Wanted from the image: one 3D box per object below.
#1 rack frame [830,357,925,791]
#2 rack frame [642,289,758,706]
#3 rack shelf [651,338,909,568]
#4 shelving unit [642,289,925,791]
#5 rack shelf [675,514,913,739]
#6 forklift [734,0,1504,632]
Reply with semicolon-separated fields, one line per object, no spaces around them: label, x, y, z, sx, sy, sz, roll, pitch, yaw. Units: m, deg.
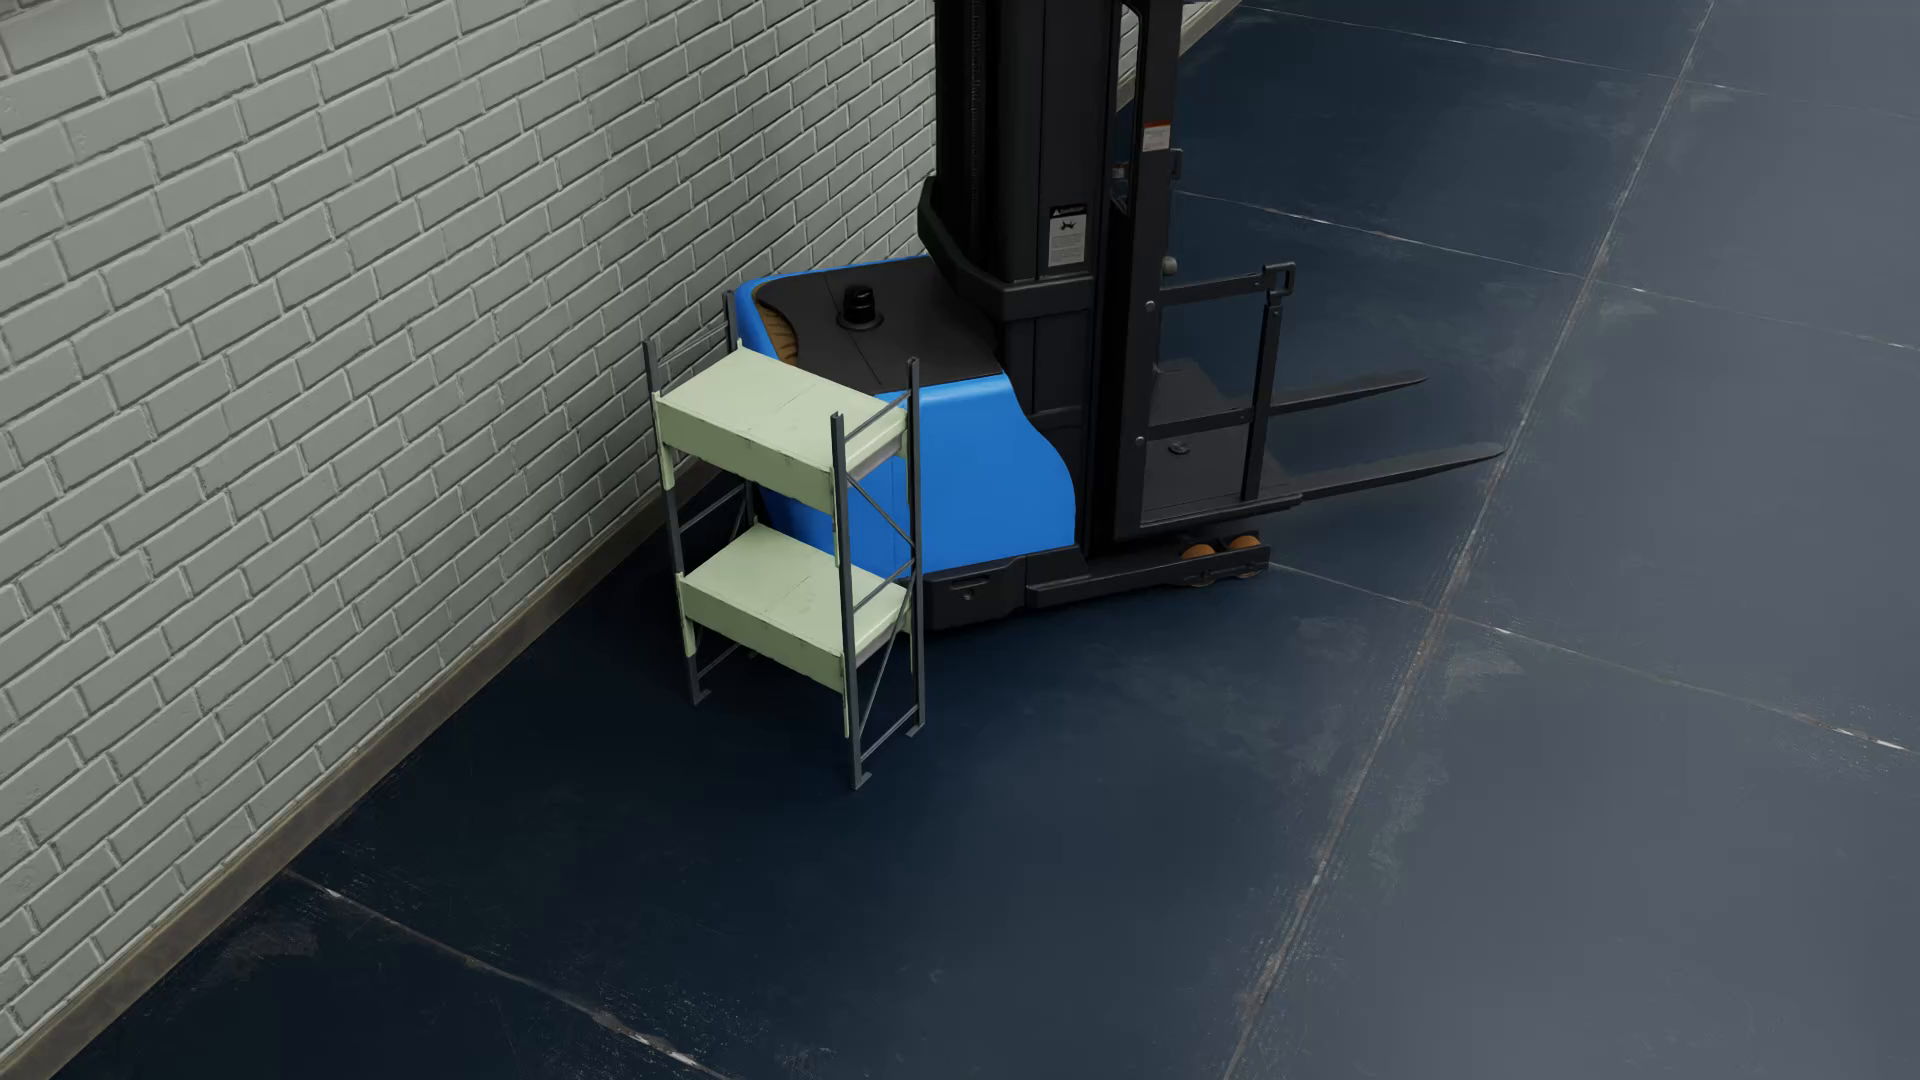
rack frame;-0.247;0.150;5.312;0.023;1.500;0.400;23;43;27
rack frame;-0.847;-0.104;5.647;0.023;1.500;0.400;23;43;27
rack shelf;-0.547;-0.288;5.243;0.720;0.370;0.431;23;43;27
shelving unit;-0.547;0.023;5.479;0.755;1.500;0.431;23;43;27
rack shelf;-0.547;0.283;5.677;0.720;0.370;0.431;23;43;27
forklift;0.707;-1.278;6.009;3.031;2.935;1.130;-11;38;-14
